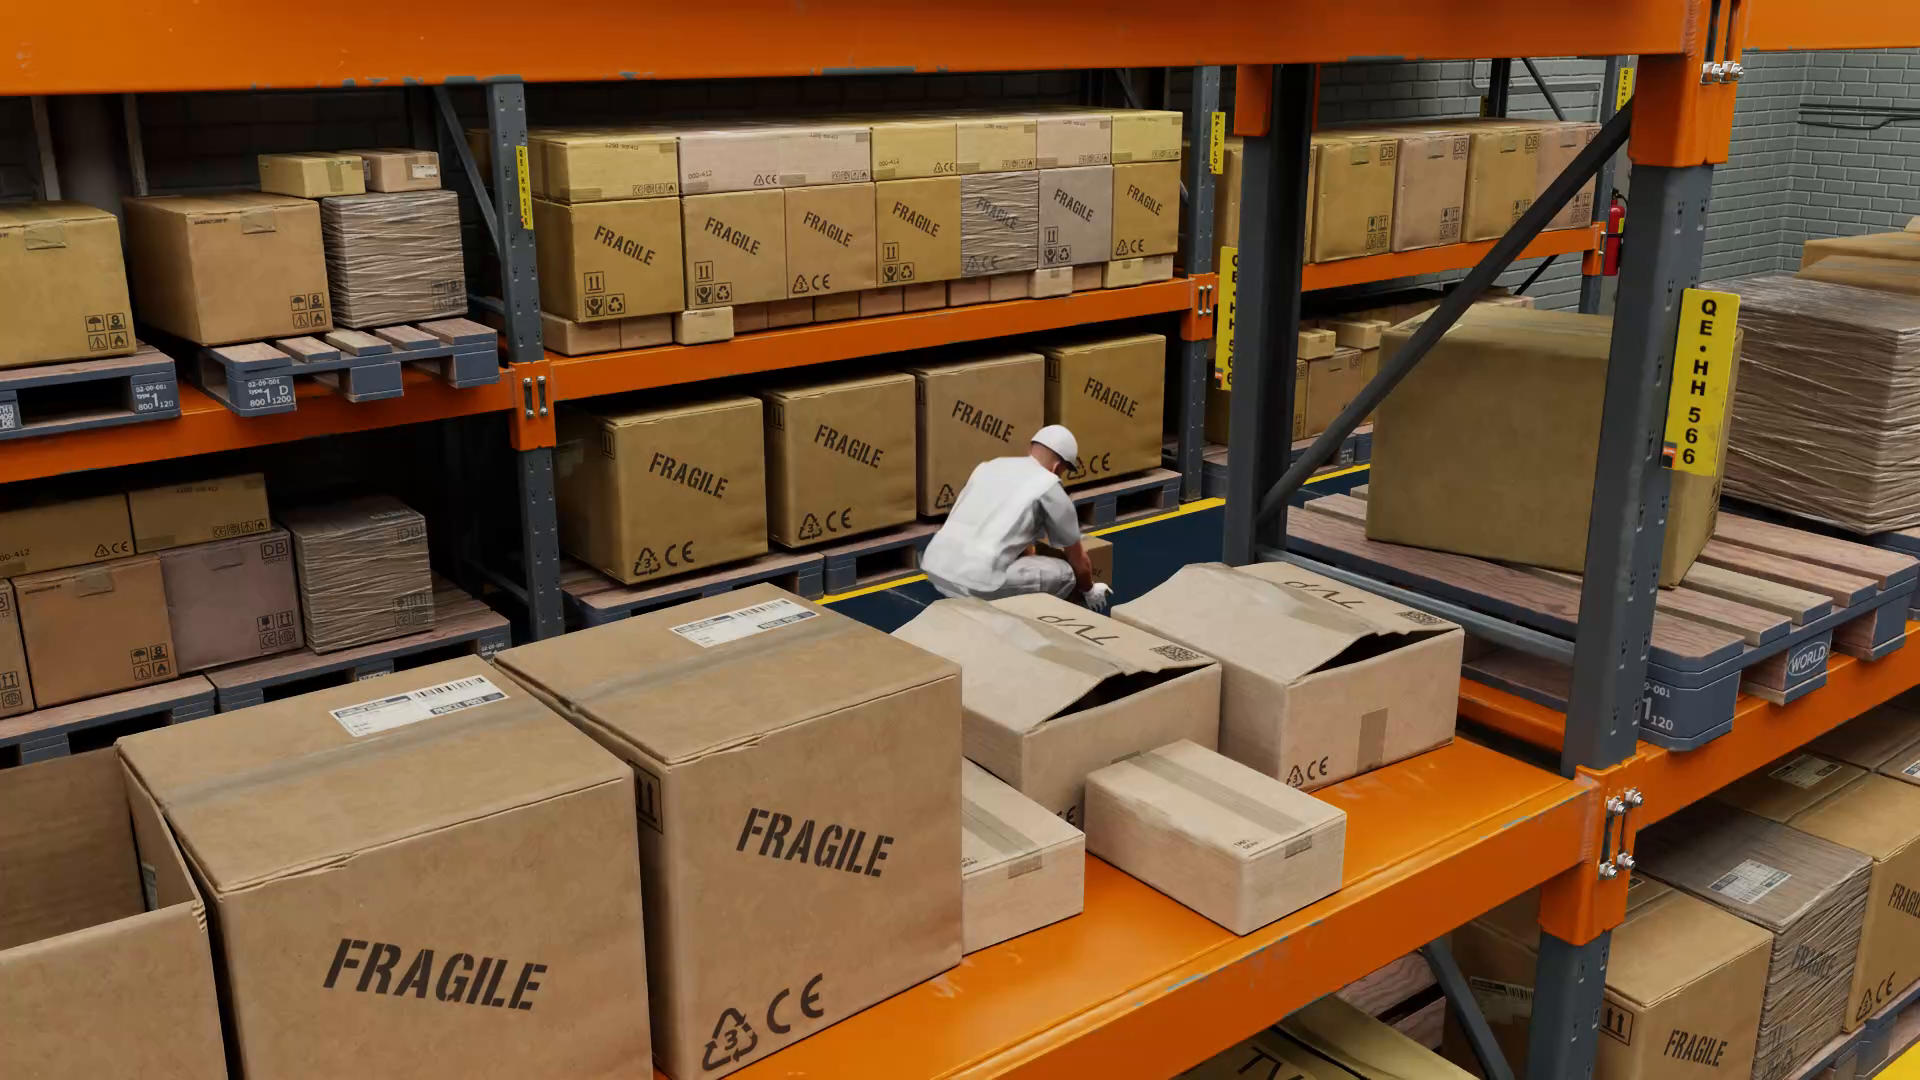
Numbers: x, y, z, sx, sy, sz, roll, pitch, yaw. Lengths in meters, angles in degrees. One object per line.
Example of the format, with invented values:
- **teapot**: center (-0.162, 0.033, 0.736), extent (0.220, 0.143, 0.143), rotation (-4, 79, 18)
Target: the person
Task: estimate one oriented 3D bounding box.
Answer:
- **person**: center (0.229, 0.026, 7.266), extent (0.882, 0.990, 0.565), rotation (-13, 22, -36)
